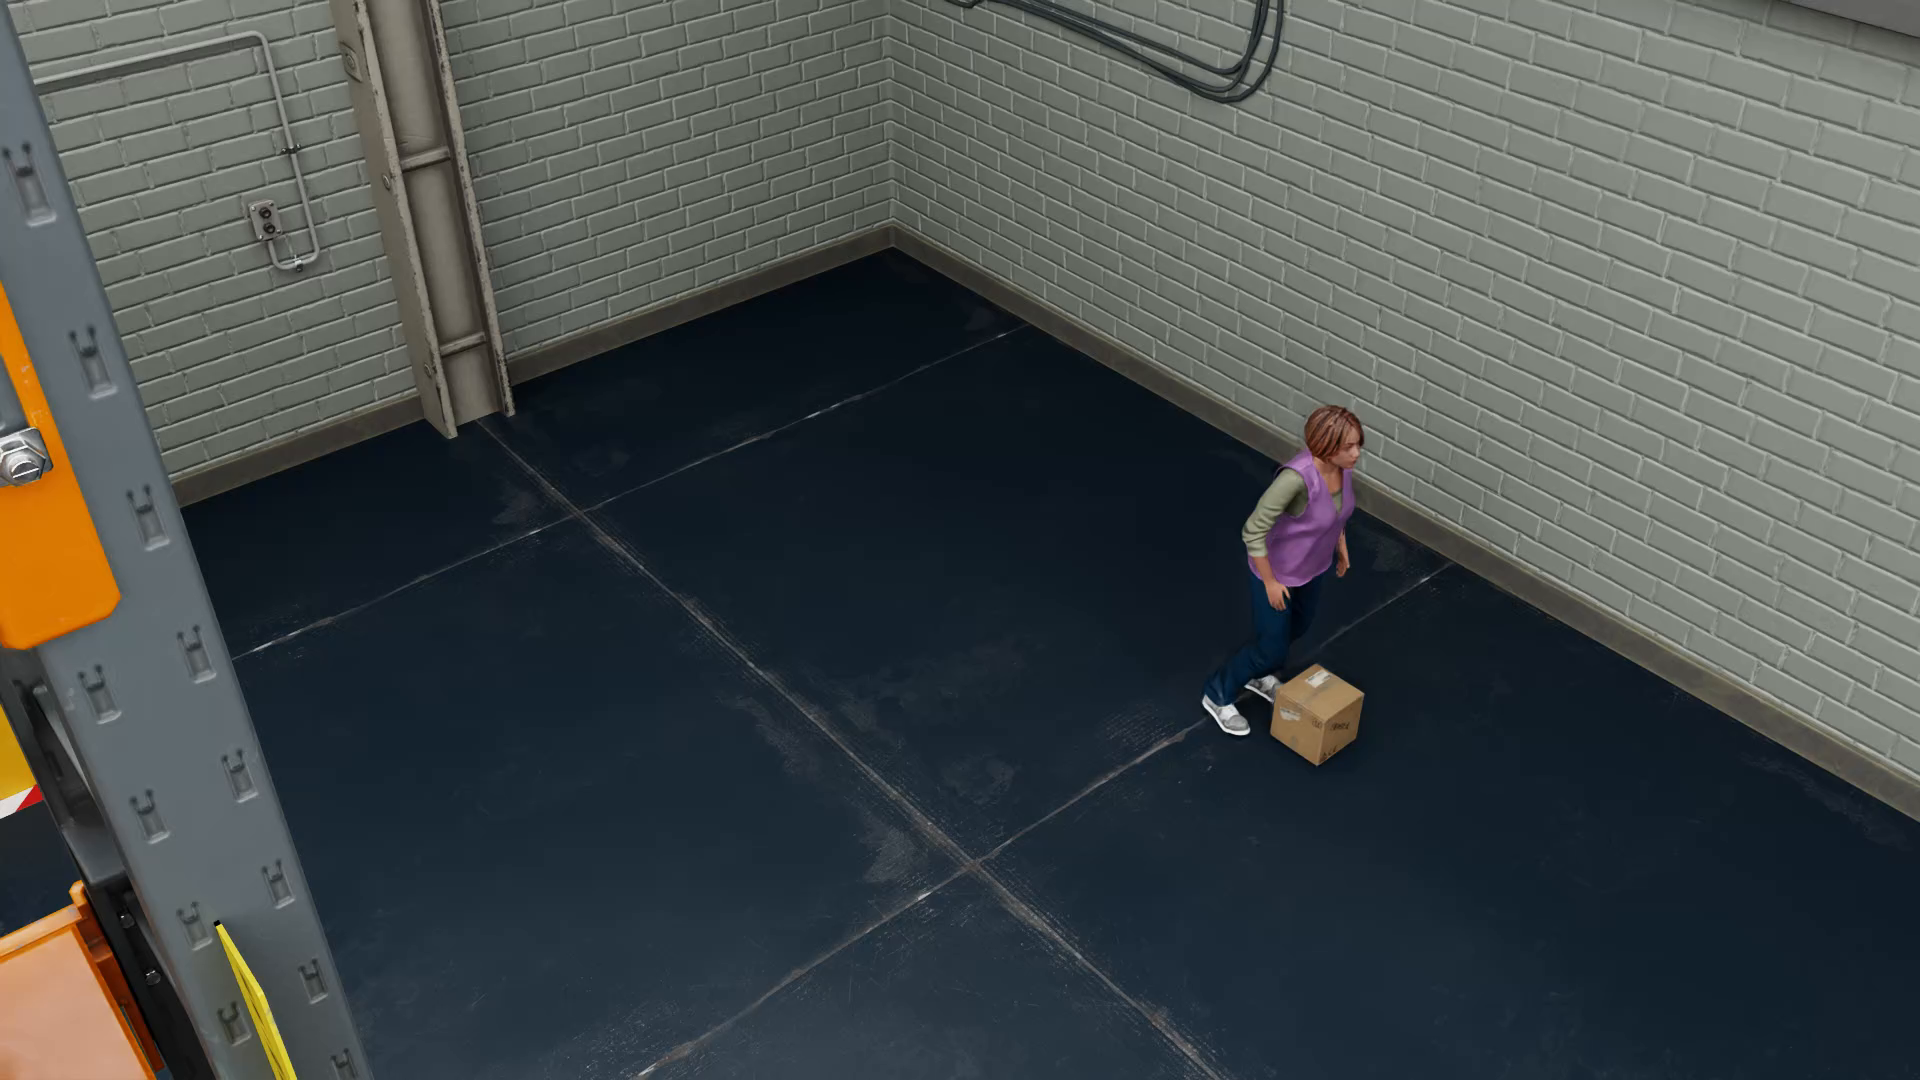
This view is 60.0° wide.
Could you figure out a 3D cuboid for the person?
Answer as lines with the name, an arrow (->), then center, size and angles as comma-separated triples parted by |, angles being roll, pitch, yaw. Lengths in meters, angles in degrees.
person -> 1.284, 0.098, 6.551 | 0.560, 1.555, 0.480 | -29, 45, -33
